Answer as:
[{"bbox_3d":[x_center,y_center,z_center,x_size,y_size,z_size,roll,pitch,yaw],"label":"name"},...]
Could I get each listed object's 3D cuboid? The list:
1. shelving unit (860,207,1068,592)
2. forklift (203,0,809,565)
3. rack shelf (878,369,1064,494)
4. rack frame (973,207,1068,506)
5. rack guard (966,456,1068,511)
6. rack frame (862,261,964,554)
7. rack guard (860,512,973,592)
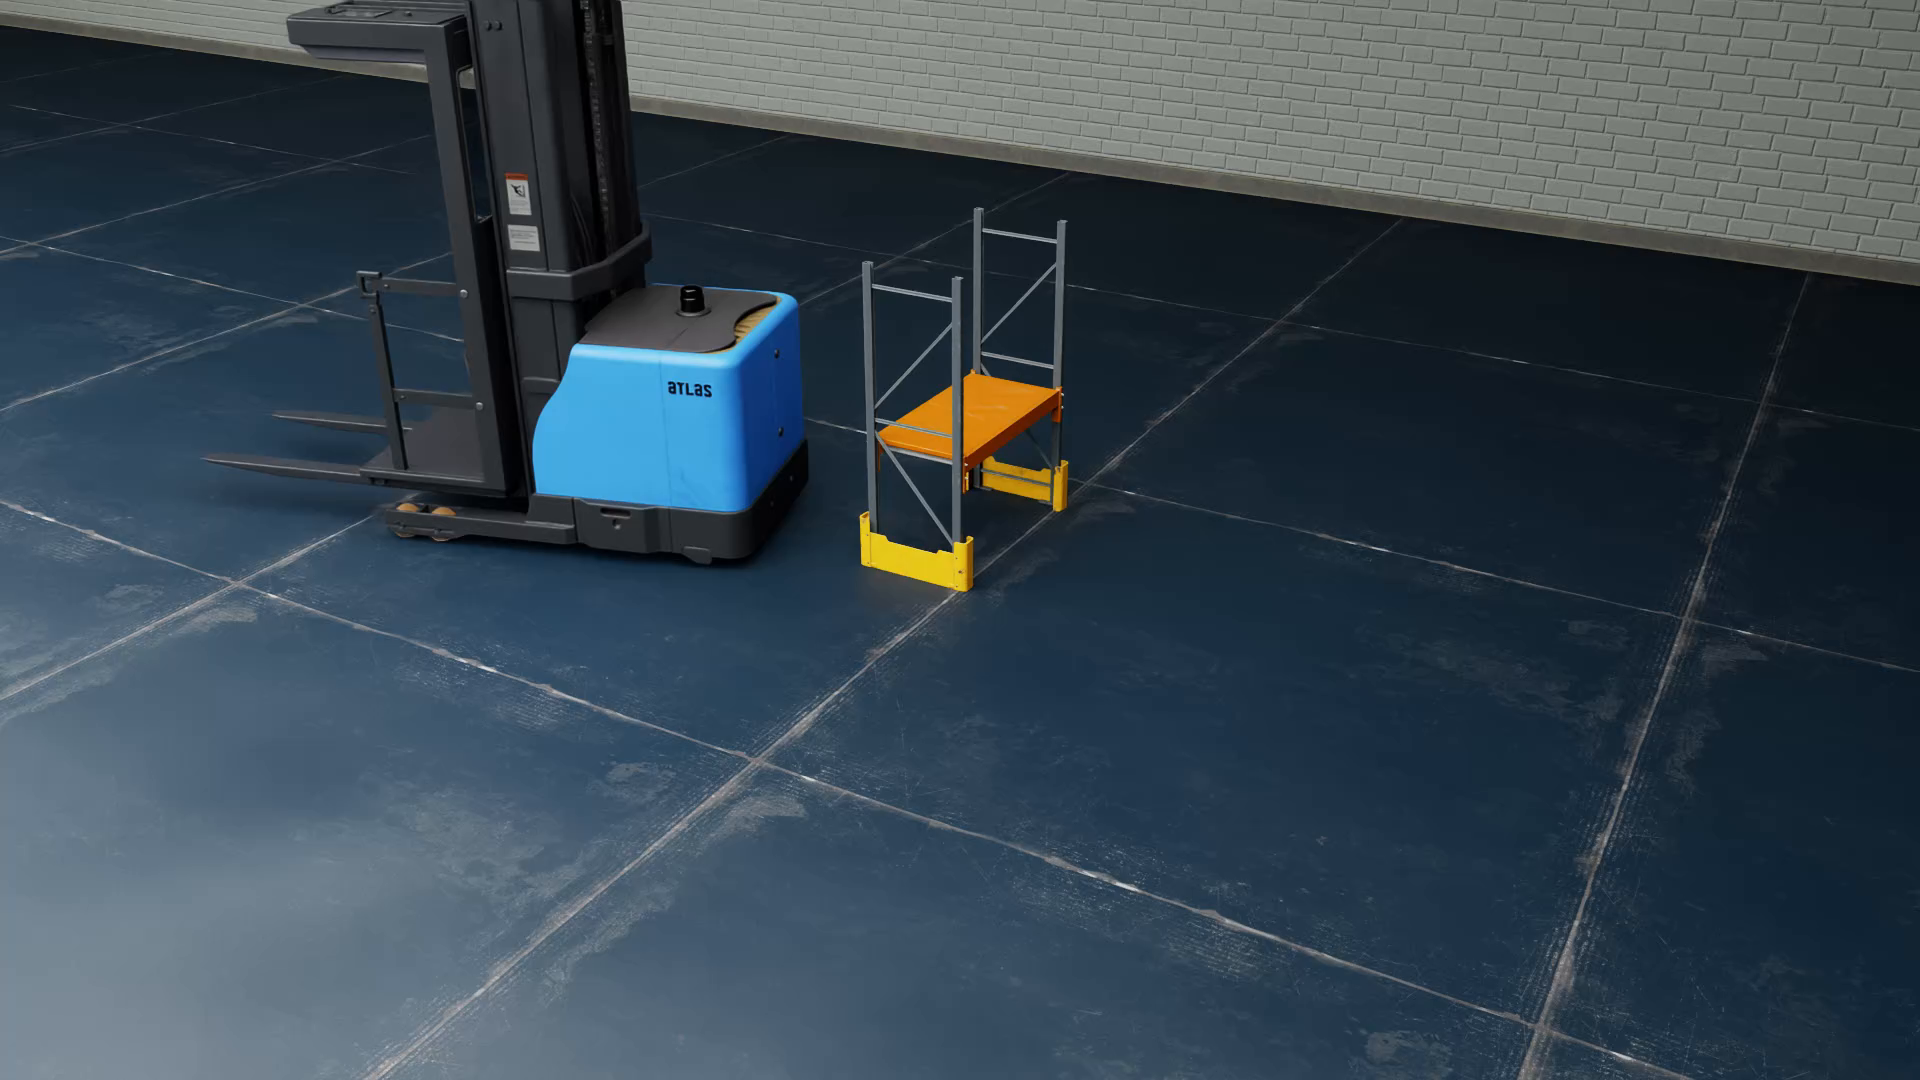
[{"bbox_3d":[0.038,-0.700,7.974,0.587,1.500,1.083,14,30,26],"label":"shelving unit"},{"bbox_3d":[-2.366,-1.525,8.022,3.031,2.935,1.130,6,27,11],"label":"forklift"},{"bbox_3d":[0.042,-0.543,8.061,0.538,0.185,1.000,14,30,26],"label":"rack shelf"},{"bbox_3d":[0.292,-0.902,8.376,0.500,1.500,0.032,14,30,26],"label":"rack frame"},{"bbox_3d":[0.283,-0.336,8.641,0.587,0.250,0.087,14,30,26],"label":"rack guard"},{"bbox_3d":[-0.208,-0.506,7.585,0.500,1.500,0.032,14,30,26],"label":"rack frame"},{"bbox_3d":[-0.207,0.053,7.866,0.587,0.250,0.087,14,30,26],"label":"rack guard"}]
